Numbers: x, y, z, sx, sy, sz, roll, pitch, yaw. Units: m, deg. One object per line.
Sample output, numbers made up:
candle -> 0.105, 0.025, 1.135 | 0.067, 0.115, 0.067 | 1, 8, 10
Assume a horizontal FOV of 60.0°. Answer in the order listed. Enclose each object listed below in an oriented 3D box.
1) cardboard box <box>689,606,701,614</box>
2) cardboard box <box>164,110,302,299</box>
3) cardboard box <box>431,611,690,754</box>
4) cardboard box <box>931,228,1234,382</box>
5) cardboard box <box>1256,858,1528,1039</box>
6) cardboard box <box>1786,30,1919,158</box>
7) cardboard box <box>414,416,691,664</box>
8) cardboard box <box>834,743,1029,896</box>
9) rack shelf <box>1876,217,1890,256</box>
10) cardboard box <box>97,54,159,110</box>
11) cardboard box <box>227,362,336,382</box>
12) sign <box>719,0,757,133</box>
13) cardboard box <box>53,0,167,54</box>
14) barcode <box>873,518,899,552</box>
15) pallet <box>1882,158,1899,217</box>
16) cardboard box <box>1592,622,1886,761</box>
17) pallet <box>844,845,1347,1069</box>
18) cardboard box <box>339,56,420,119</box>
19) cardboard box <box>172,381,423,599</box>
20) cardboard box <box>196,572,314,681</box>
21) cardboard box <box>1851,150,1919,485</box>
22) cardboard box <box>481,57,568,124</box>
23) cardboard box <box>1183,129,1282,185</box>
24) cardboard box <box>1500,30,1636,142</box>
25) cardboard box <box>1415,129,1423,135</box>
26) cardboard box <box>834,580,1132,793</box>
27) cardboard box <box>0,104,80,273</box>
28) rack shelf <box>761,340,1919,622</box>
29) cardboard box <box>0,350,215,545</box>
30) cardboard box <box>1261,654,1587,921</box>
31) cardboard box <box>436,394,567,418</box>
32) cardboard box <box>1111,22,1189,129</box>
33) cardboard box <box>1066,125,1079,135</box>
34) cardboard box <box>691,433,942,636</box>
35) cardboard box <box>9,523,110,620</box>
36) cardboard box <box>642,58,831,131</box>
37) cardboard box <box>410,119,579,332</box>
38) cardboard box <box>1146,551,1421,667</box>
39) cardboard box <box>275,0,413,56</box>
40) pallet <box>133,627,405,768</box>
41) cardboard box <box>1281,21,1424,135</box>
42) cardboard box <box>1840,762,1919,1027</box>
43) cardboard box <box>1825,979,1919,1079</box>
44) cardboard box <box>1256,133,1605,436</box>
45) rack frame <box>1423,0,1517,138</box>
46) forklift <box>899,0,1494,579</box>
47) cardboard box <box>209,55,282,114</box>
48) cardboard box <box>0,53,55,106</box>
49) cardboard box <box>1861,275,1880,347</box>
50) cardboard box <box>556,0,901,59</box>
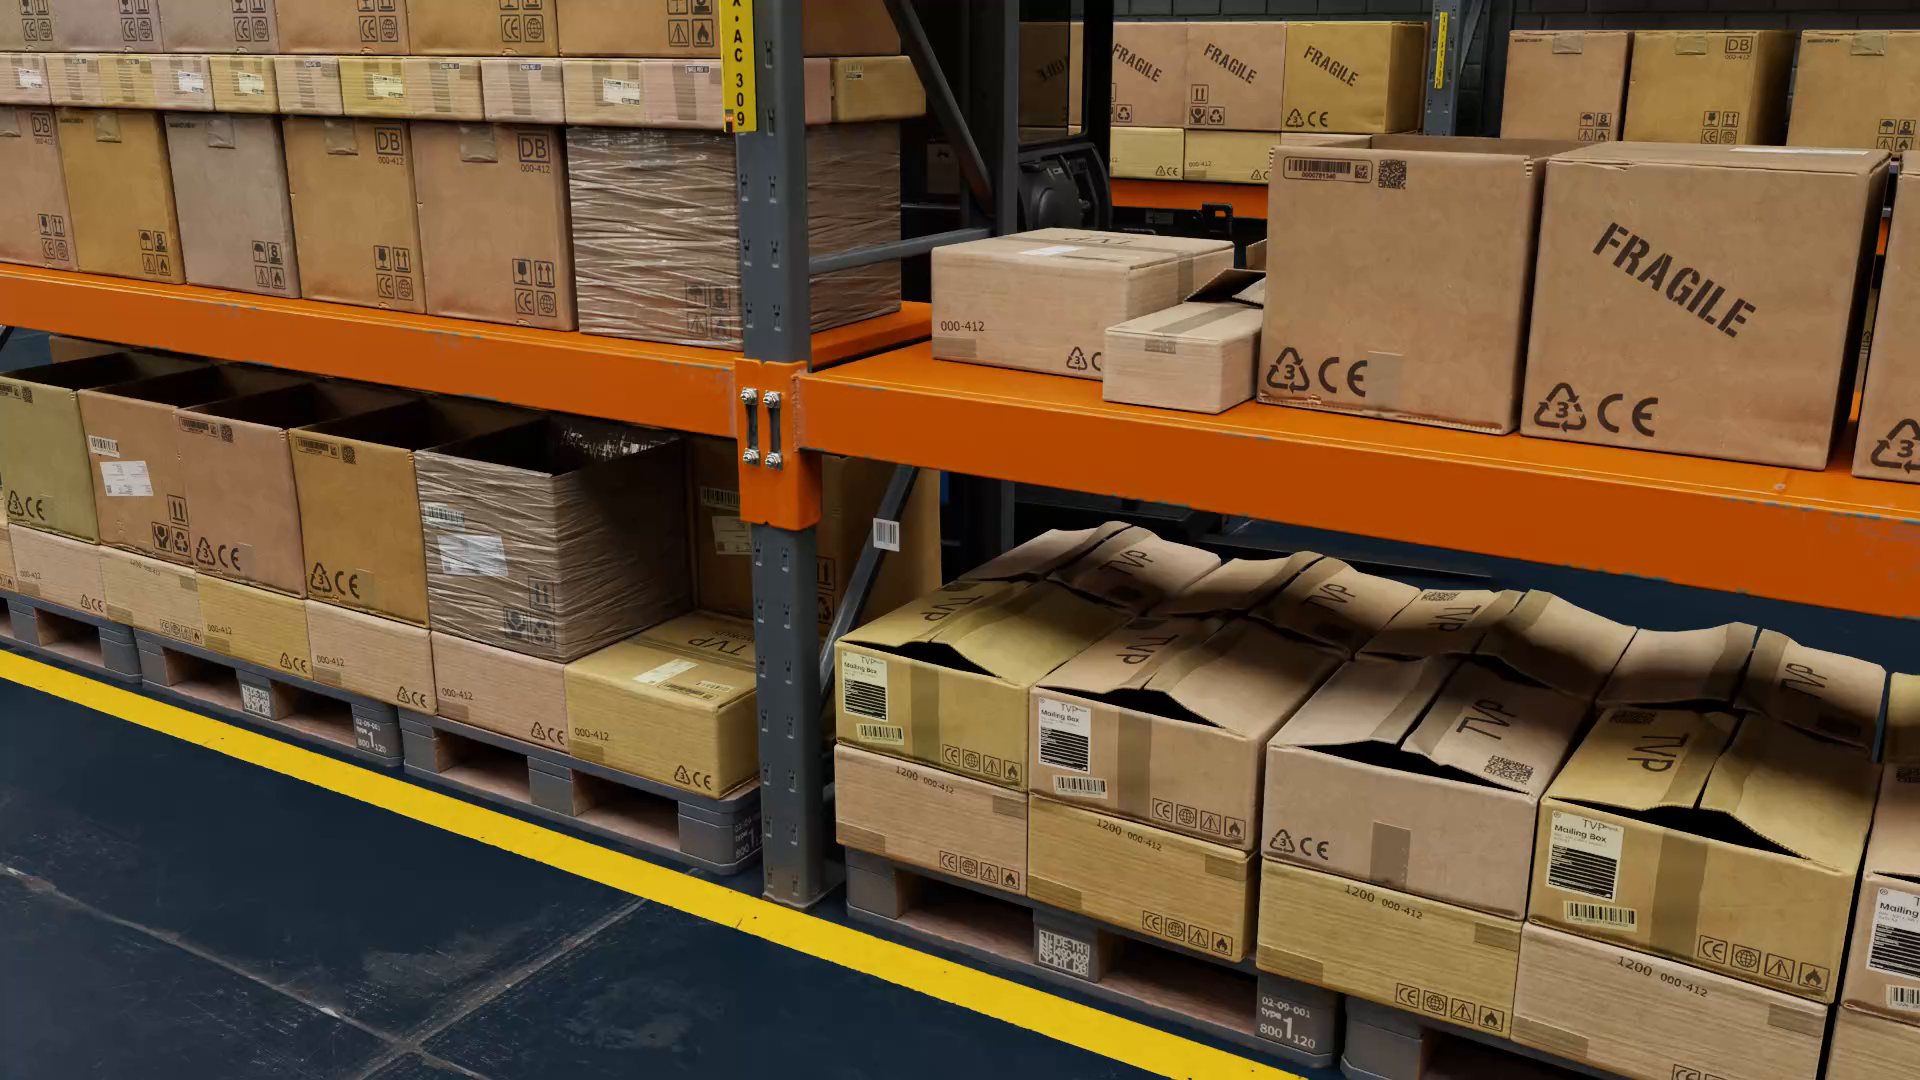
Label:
cardboard box -> -0.821, 0.212, 5.031 | 0.500, 0.250, 0.500 | 10, 20, 30
cardboard box -> -1.858, -1.027, 4.930 | 0.500, 0.500, 0.700 | 11, 20, 32
cardboard box -> -1.092, 0.340, 4.609 | 0.500, 0.250, 0.500 | 10, 20, 30
cardboard box -> 0.281, -0.544, 3.769 | 0.500, 0.250, 0.500 | 12, 20, 33
cardboard box -> 0.930, 0.714, 3.379 | 0.500, 0.250, 0.500 | 9, 19, 28
cardboard box -> 3.893, -1.901, 7.048 | 0.500, 0.500, 0.700 | 13, 21, 38
cardboard box -> -1.091, -0.019, 4.502 | 0.500, 0.500, 0.500 | 10, 20, 30
cardboard box -> 0.052, 0.558, 3.893 | 0.500, 0.250, 0.500 | 10, 19, 29
rack shelf -> 4.132, -1.259, 7.102 | 4.000, 0.370, 1.077 | 10, 20, 30
cardboard box -> -2.250, -1.338, 4.837 | 0.250, 0.149, 0.380 | 10, 19, 29
cardboard box -> -2.098, -0.376, 5.676 | 0.500, 0.500, 0.500 | 10, 20, 30
sign -> -0.451, -0.994, 3.368 | 0.005, 0.325, 0.100 | 10, 20, 30
cardboard box -> -2.253, -1.719, 4.977 | 0.500, 0.500, 0.700 | 10, 20, 30
barcode -> -0.162, -0.012, 3.651 | 0.075, 0.075, 0.001 | 10, 20, 30
pallet -> 4.128, -1.498, 6.982 | 1.213, 0.211, 1.003 | 10, 20, 30
cardboard box -> 1.631, 0.389, 3.484 | 0.500, 0.311, 0.500 | 10, 19, 29
pallet -> 0.487, 0.757, 4.026 | 1.213, 0.211, 1.003 | 10, 20, 30
cardboard box -> -1.371, -1.182, 4.322 | 0.250, 0.149, 0.380 | 10, 20, 30
cardboard box -> -1.953, -0.167, 4.988 | 0.500, 0.500, 0.500 | 10, 20, 30
cardboard box -> -1.952, 0.192, 5.098 | 0.500, 0.250, 0.500 | 10, 20, 30
cardboard box -> 1.809, -0.370, 2.768 | 0.500, 0.500, 0.500 | 9, 19, 27
cardboard box -> -0.940, -1.104, 4.065 | 0.250, 0.149, 0.380 | 9, 19, 28
cardboard box -> 1.445, -1.920, 8.264 | 0.500, 0.250, 0.500 | 10, 20, 30
cardboard box -> 2.844, -2.080, 7.638 | 0.500, 0.500, 0.700 | 10, 20, 30
cardboard box -> 2.139, -1.970, 8.428 | 0.500, 0.250, 0.500 | 10, 20, 31
cardboard box -> 0.060, 0.291, 3.805 | 0.500, 0.311, 0.500 | 10, 20, 30
cardboard box -> -2.729, -1.183, 5.443 | 0.500, 0.500, 0.700 | 11, 20, 31
rack shelf -> 1.543, -0.031, 3.061 | 4.000, 0.370, 1.077 | 10, 20, 30
cardboard box -> -2.802, -0.320, 5.492 | 0.500, 0.500, 0.500 | 10, 20, 30
cardboard box -> 0.926, 0.447, 3.292 | 0.500, 0.311, 0.500 | 9, 19, 28
cardboard box -> -1.245, -0.224, 5.176 | 0.500, 0.500, 0.500 | 10, 20, 30
cardboard box -> 1.011, -2.353, 8.400 | 0.500, 0.500, 0.500 | 9, 19, 28
cardboard box -> 0.579, -2.069, 8.754 | 0.500, 0.250, 0.500 | 10, 20, 31
cardboard box -> -0.393, -0.072, 4.675 | 0.500, 0.500, 0.500 | 10, 20, 30
cardboard box -> -2.801, 0.038, 5.603 | 0.500, 0.250, 0.500 | 10, 20, 30
cardboard box -> -0.505, -1.026, 3.811 | 0.250, 0.149, 0.380 | 10, 20, 30
cardboard box -> -0.996, -0.872, 4.420 | 0.500, 0.500, 0.700 | 10, 20, 29
cardboard box -> 0.780, 0.235, 3.991 | 0.500, 0.311, 0.500 | 11, 20, 32
cardboard box -> -1.401, -1.567, 4.476 | 0.500, 0.500, 0.700 | 10, 20, 30
pallet -> -1.861, 0.338, 5.406 | 1.213, 0.211, 1.003 | 10, 20, 30
cardboard box -> 1.863, -2.199, 7.894 | 0.500, 0.500, 0.500 | 10, 20, 30
cardboard box -> 1.797, 0.601, 2.784 | 0.500, 0.311, 0.500 | 10, 20, 30
cardboard box -> 1.803, 0.869, 2.868 | 0.500, 0.250, 0.500 | 11, 20, 31
cardboard box -> 0.933, -0.527, 3.282 | 0.500, 0.500, 0.500 | 12, 21, 34
rack frame -> 2.428, -1.907, 7.999 | 0.127, 3.000, 1.000 | 10, 20, 30
forklift -> 0.573, -1.328, 6.211 | 3.031, 2.935, 1.130 | 7, 18, 23
cardboard box -> -1.814, -1.259, 4.579 | 0.250, 0.149, 0.380 | 11, 20, 32
cardboard box -> -2.696, -1.417, 5.096 | 0.250, 0.149, 0.380 | 10, 19, 29
cardboard box -> 3.886, -1.028, 7.359 | 0.500, 0.250, 0.500 | 9, 19, 28
cardboard box -> -0.543, -1.414, 3.972 | 0.500, 0.500, 0.700 | 10, 20, 30
